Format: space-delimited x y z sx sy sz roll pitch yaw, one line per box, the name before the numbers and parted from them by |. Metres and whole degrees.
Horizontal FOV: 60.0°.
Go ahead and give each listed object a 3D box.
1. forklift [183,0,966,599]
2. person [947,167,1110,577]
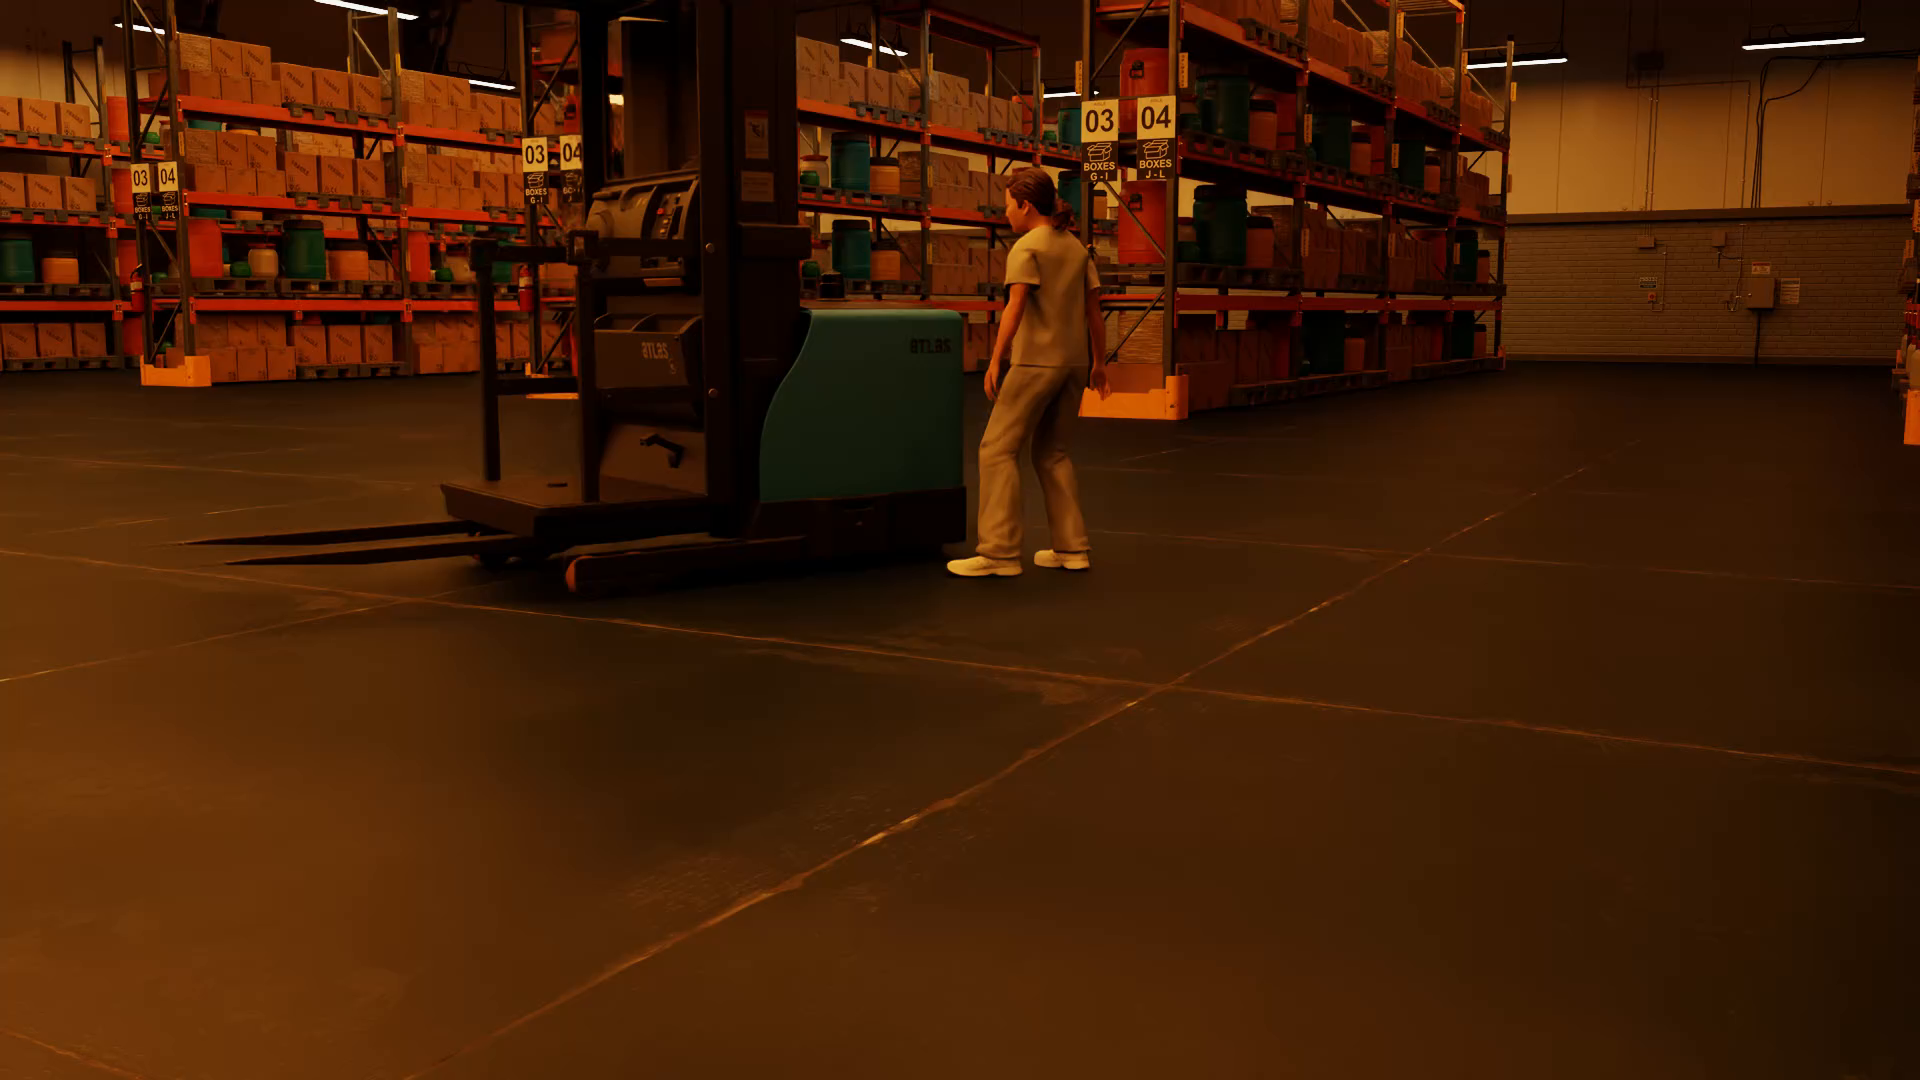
forklift | -1.460 -1.313 6.607 3.031 2.935 1.130 -6 10 -36
person | 0.318 -0.688 6.806 0.365 1.648 0.759 7 10 40
